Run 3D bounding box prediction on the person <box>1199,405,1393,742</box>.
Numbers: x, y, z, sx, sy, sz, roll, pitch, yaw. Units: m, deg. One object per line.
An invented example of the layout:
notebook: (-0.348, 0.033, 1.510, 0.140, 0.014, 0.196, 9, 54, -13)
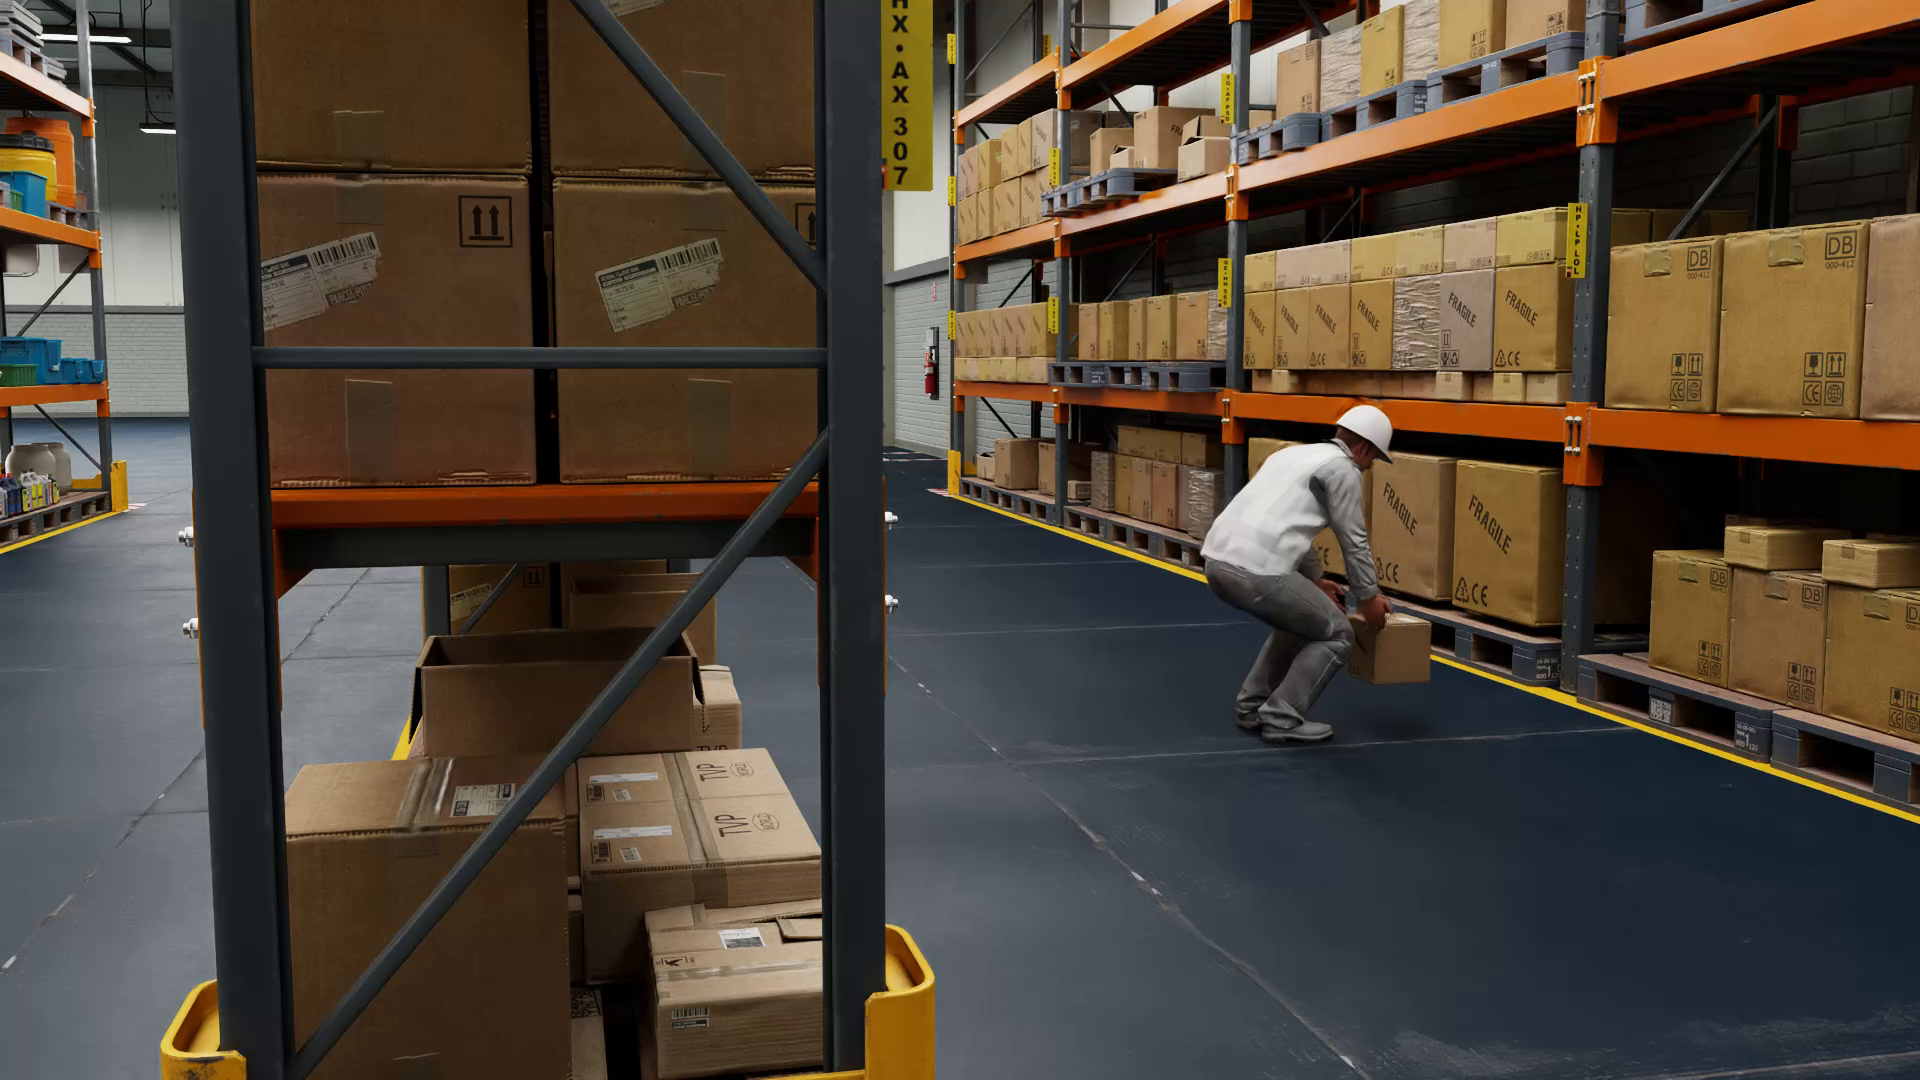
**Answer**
person: (1.381, 0.120, 6.789, 0.810, 1.333, 0.588, -1, 6, -14)
